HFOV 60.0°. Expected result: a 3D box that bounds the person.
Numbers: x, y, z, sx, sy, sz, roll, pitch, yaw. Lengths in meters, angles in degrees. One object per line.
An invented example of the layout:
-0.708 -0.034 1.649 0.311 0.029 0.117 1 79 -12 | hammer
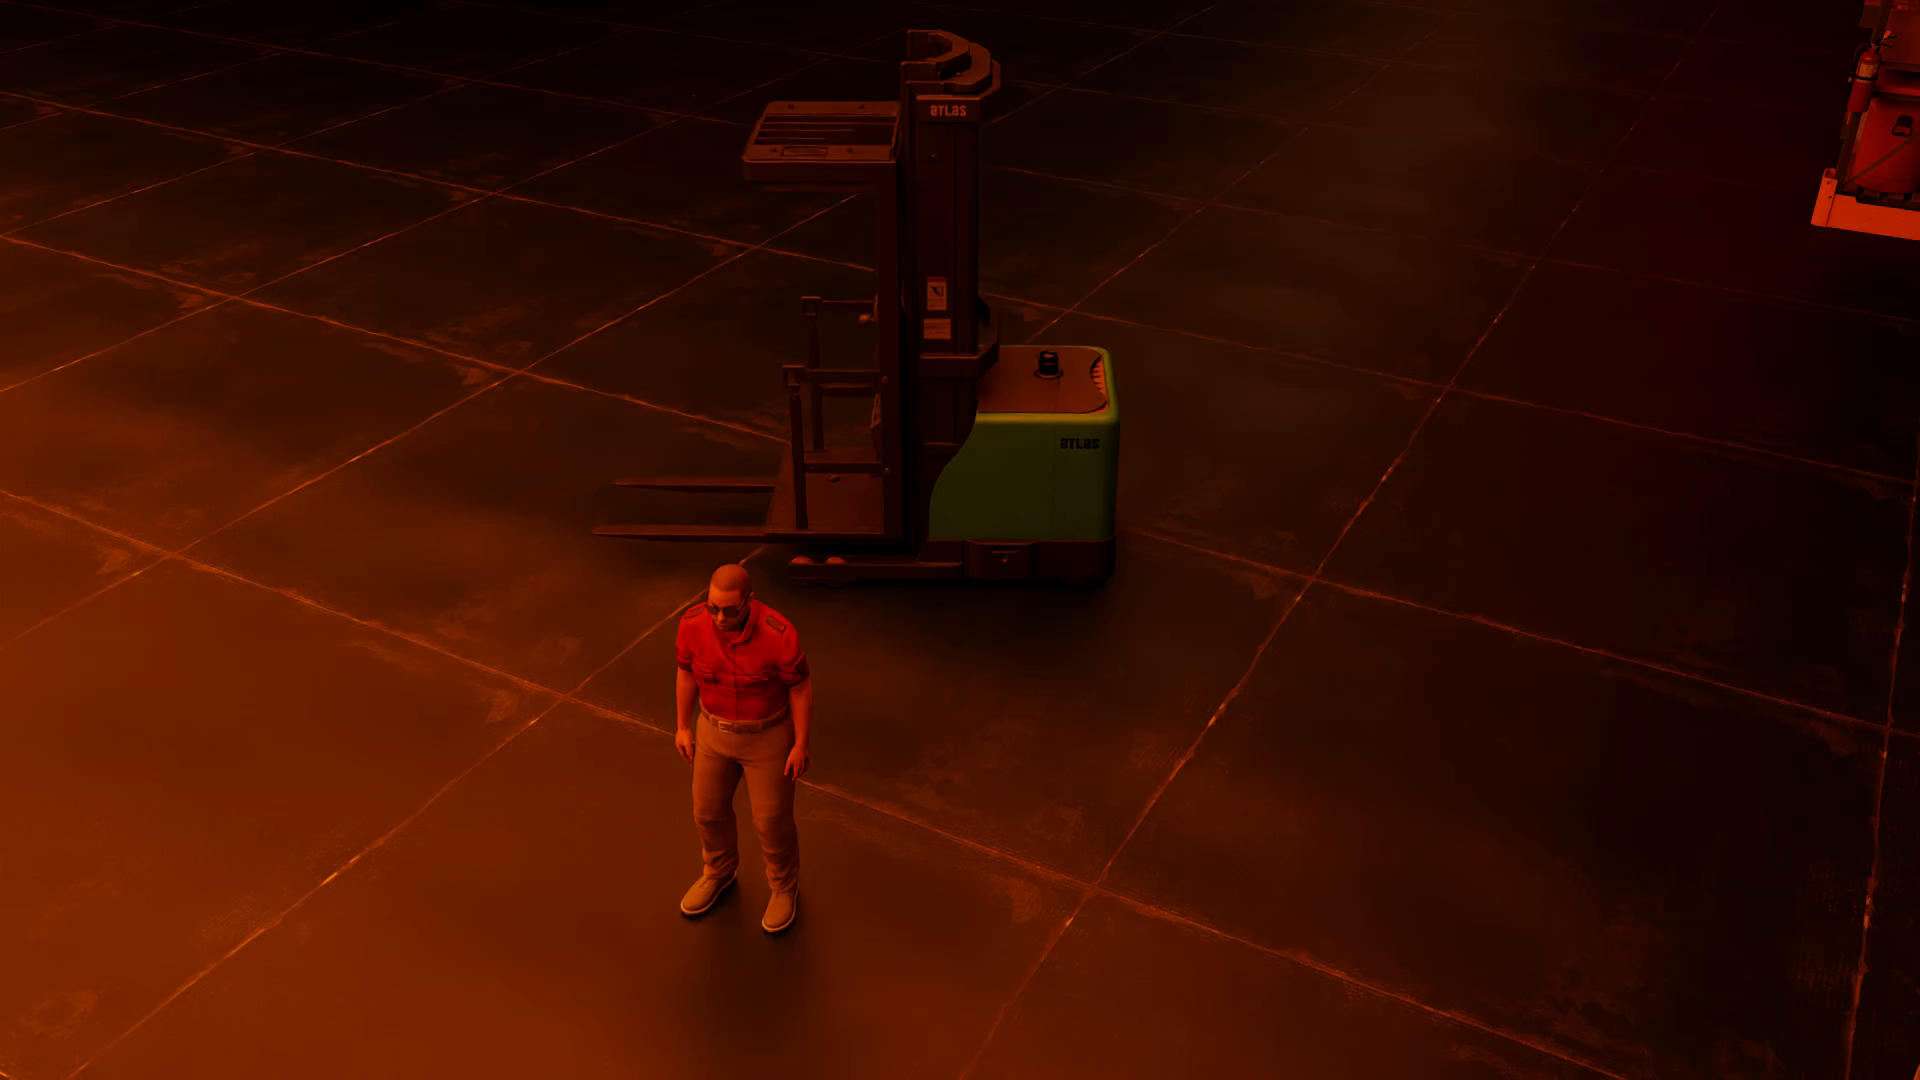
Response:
-0.895 0.823 6.850 0.587 1.725 0.397 8 31 13 | person

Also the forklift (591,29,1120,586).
-0.618 -1.268 9.268 3.031 2.935 1.130 1 30 1 | forklift
